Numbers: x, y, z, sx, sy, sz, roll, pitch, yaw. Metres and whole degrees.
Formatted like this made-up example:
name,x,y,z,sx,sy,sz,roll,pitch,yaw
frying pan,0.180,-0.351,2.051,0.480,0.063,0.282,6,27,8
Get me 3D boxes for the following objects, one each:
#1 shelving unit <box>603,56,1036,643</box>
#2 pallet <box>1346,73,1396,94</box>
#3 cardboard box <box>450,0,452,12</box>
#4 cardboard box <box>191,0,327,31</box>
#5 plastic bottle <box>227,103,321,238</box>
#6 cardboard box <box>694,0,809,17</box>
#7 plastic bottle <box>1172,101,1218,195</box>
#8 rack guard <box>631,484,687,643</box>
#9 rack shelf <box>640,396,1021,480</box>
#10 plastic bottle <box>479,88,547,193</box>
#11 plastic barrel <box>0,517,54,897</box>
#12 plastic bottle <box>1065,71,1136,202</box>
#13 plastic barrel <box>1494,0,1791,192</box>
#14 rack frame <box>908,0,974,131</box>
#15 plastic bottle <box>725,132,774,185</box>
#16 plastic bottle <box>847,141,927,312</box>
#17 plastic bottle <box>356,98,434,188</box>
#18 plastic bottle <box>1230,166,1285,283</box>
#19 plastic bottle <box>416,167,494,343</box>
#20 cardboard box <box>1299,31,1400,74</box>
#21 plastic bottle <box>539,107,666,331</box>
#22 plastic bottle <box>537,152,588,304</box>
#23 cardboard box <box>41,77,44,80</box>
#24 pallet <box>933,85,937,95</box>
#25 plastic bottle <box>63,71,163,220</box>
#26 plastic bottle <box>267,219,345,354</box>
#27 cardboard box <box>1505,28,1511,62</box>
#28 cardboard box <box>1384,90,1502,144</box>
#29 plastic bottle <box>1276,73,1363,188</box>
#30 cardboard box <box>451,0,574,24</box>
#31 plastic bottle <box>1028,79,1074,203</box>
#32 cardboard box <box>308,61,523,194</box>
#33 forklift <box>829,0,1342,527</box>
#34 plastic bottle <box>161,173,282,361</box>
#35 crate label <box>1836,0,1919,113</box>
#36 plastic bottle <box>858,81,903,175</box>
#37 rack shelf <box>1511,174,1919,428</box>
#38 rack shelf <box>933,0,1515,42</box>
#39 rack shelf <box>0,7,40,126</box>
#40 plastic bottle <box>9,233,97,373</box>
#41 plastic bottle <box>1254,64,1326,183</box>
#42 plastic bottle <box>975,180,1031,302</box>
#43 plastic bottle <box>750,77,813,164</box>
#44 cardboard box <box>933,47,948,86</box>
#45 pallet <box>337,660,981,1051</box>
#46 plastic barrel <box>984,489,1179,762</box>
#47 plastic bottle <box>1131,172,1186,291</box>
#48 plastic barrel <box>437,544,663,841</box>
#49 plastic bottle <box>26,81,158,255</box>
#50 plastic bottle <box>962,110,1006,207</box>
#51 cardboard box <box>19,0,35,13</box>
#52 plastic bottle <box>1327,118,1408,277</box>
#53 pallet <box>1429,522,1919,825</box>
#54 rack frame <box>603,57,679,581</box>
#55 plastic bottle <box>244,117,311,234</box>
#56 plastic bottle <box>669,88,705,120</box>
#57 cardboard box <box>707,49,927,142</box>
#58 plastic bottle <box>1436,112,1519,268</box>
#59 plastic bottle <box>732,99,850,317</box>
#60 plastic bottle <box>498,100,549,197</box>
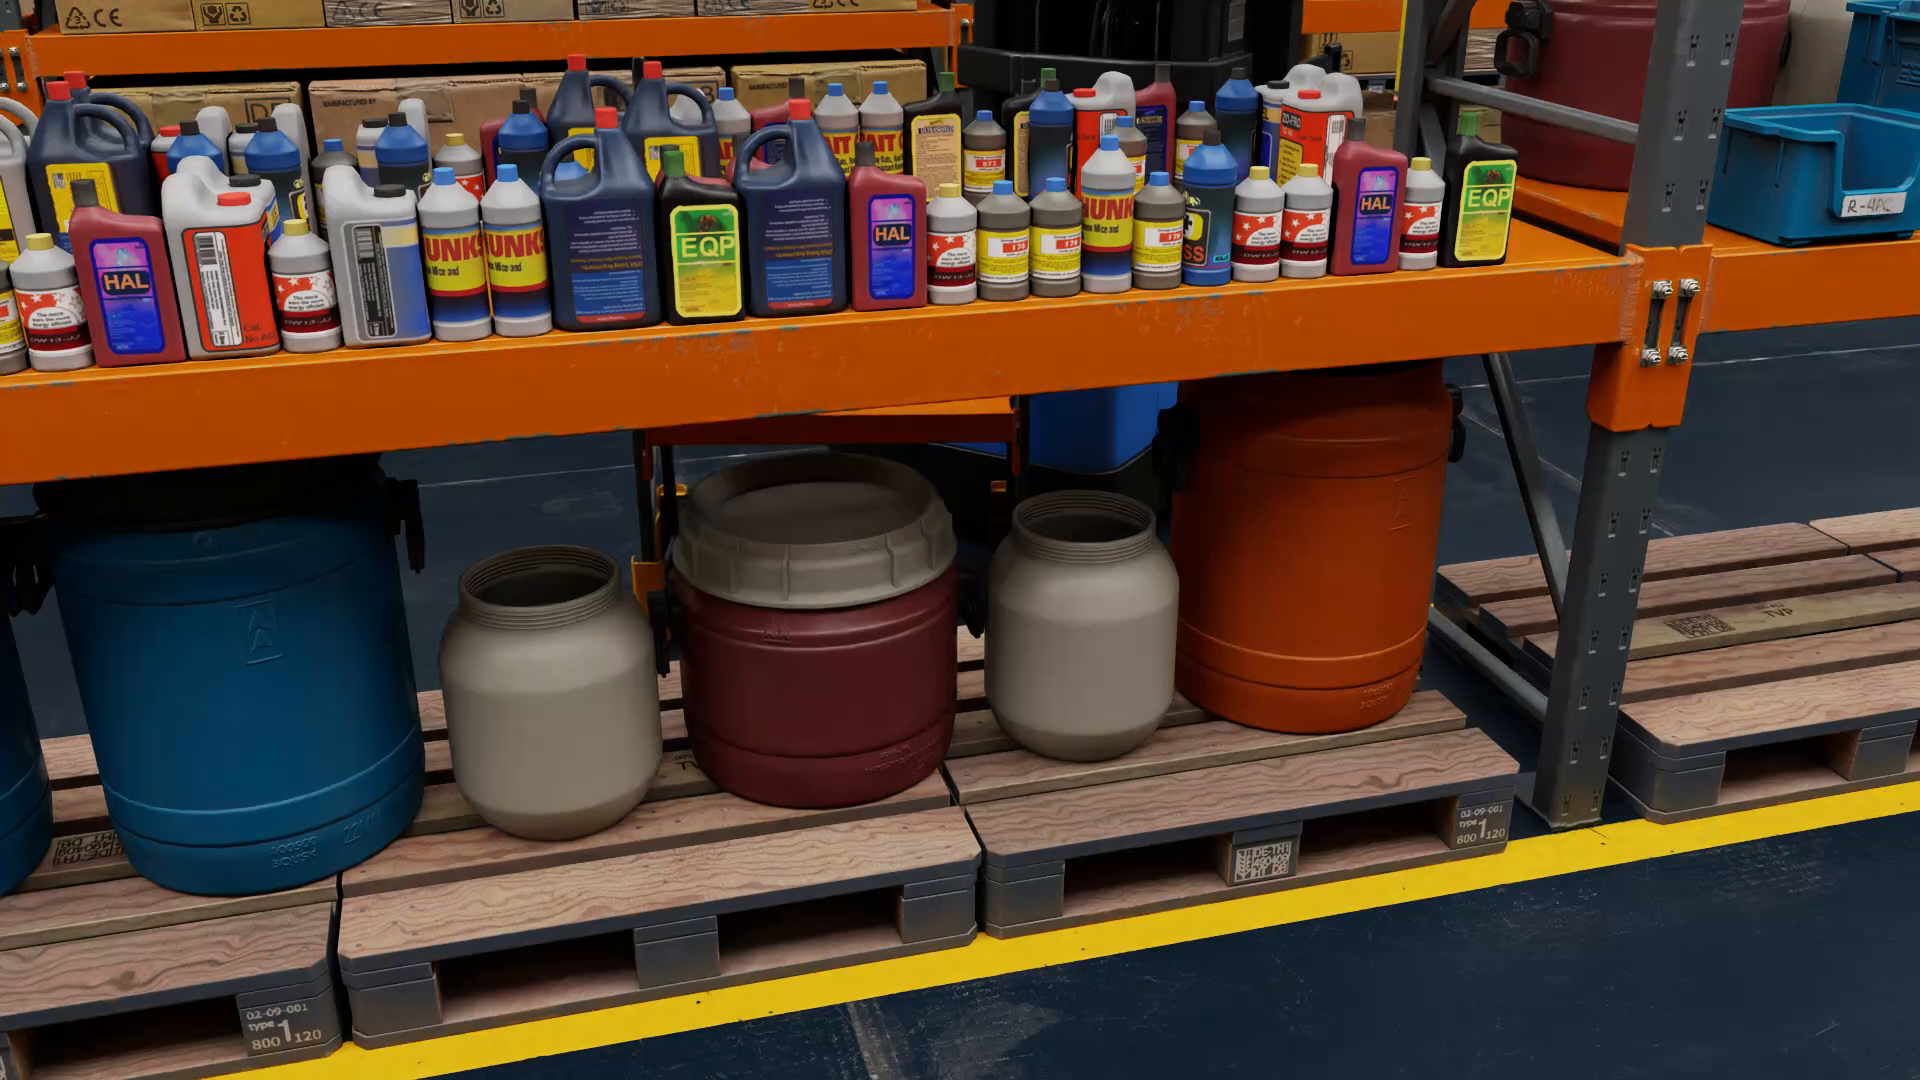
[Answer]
name,x,y,z,sx,sy,sz,roll,pitch,yaw
shelving unit,-0.356,-0.518,4.555,1.083,1.500,0.587,-1,23,-2
pallet,3.274,-3.889,14.046,1.213,0.211,1.003,-6,24,-14
cardboard box,-2.583,-2.681,7.568,0.500,0.500,0.500,-7,24,-15
cardboard box,-2.945,-2.427,6.976,0.500,0.500,0.500,-6,24,-14
plastic bottle,-1.342,-0.707,3.252,0.135,0.276,0.152,-6,24,-14
cardboard box,-0.978,-2.648,7.490,0.500,0.500,0.500,-7,24,-15
plastic bottle,0.533,-0.892,3.777,0.097,0.201,0.097,0,23,0
rack guard,-0.854,0.063,4.787,0.087,0.250,0.587,-1,23,-2
rack shelf,-0.347,-0.353,4.626,1.000,0.185,0.538,-1,23,-2
plastic bottle,-0.909,-0.778,3.406,0.133,0.283,0.061,-6,24,-14
plastic barrel,-2.073,0.227,3.045,0.708,0.901,0.600,-6,24,-14
plastic bottle,0.300,-0.889,3.676,0.135,0.276,0.152,-6,24,-14
plastic barrel,1.615,-1.146,3.944,0.708,0.536,0.600,-6,24,-14
rack frame,-0.088,-2.799,7.970,0.127,3.000,1.000,-6,24,-14
plastic bottle,-0.342,-0.574,2.931,0.133,0.283,0.061,-6,24,-14
plastic bottle,-0.125,-0.538,2.849,0.133,0.283,0.061,-6,24,-14
plastic bottle,-1.119,-0.732,3.310,0.135,0.276,0.152,-6,24,-14
plastic bottle,0.544,-0.582,3.055,0.097,0.201,0.097,0,23,0
plastic bottle,-0.819,-0.464,2.690,0.097,0.271,0.097,0,23,0
cardboard box,3.145,-4.376,13.807,0.875,0.875,0.875,-6,24,-14
plastic bottle,-0.596,-0.534,2.754,0.185,0.351,0.144,-6,24,-14
plastic bottle,-0.671,-0.539,2.866,0.097,0.271,0.097,0,23,0
cardboard box,-6.198,-3.217,11.272,0.250,0.149,0.380,-6,24,-13
pallet,-0.551,-3.467,13.063,1.213,0.211,1.003,-6,24,-14
plastic bottle,-1.627,-0.712,3.168,0.185,0.351,0.144,-6,24,-14
plastic bottle,-1.042,-0.407,2.646,0.097,0.201,0.097,0,23,0
cardboard box,4.890,-4.570,14.259,0.875,0.875,0.875,-7,24,-15
cardboard box,2.702,-2.178,9.134,0.500,0.500,0.700,-6,24,-15
plastic bottle,0.787,-0.881,3.656,0.135,0.276,0.152,-6,24,-14
cardboard box,-1.967,-2.537,7.233,0.500,0.500,0.500,-6,24,-13
plastic bottle,0.198,-0.862,3.618,0.097,0.271,0.097,0,23,0
cardboard box,-2.469,-1.761,7.712,0.875,0.875,1.225,-7,24,-16
forklift,0.761,-1.857,5.861,1.130,2.935,3.031,13,27,28
plastic bottle,-1.161,-0.439,2.627,0.135,0.276,0.152,-6,24,-14
crate label,2.279,-0.938,3.588,0.616,0.435,0.502,-6,24,-14
plastic bottle,-0.169,-0.846,3.582,0.097,0.271,0.097,0,23,0
rack shelf,3.175,-0.801,4.226,4.000,0.370,1.077,-6,24,-14
rack shelf,1.838,-2.682,8.608,4.000,0.370,1.077,-6,24,-14
rack shelf,-5.865,-1.830,6.622,4.000,0.370,1.077,-6,24,-14
plastic bottle,-1.394,-0.368,2.555,0.097,0.201,0.097,0,23,0
plastic bottle,0.746,-0.939,3.791,0.135,0.276,0.152,-6,24,-14
plastic bottle,0.075,-0.530,2.934,0.097,0.201,0.097,0,23,0
plastic bottle,-0.379,-0.836,3.543,0.133,0.283,0.061,-6,24,-14
cardboard box,0.121,-3.977,13.036,0.750,0.750,1.050,-6,24,-14
pallet,-0.670,0.591,3.605,1.213,0.211,1.003,-6,24,-14
plastic barrel,0.264,0.184,3.639,0.421,0.512,0.421,0,23,0
plastic bottle,0.356,-0.561,3.006,0.097,0.201,0.097,0,23,0
plastic barrel,-0.824,0.304,3.359,0.421,0.512,0.421,0,23,0
plastic bottle,-1.588,-0.657,3.040,0.185,0.351,0.144,-6,24,-14
plastic bottle,0.053,-0.839,3.653,0.097,0.201,0.097,0,23,0
cardboard box,-8.980,-4.934,15.662,0.875,0.438,0.875,-6,24,-13
plastic bottle,0.753,-0.636,3.075,0.133,0.283,0.061,-6,24,-14
pallet,2.006,0.295,4.295,1.213,0.211,1.003,-6,24,-14
rack frame,-0.855,-0.512,4.540,0.032,1.500,0.500,-1,23,-2
plastic bottle,-1.291,-0.660,3.147,0.097,0.271,0.097,0,23,0
plastic bottle,-0.589,-0.791,3.446,0.135,0.276,0.152,-6,24,-14
cardboard box,-0.758,-1.950,8.153,0.875,0.875,1.225,-7,24,-17
plastic bottle,0.976,-0.660,3.133,0.133,0.283,0.061,-6,24,-14
plastic bottle,-0.289,-0.568,2.833,0.185,0.351,0.144,-6,24,-14
plastic bottle,-0.870,-0.744,3.343,0.097,0.271,0.097,0,23,0
